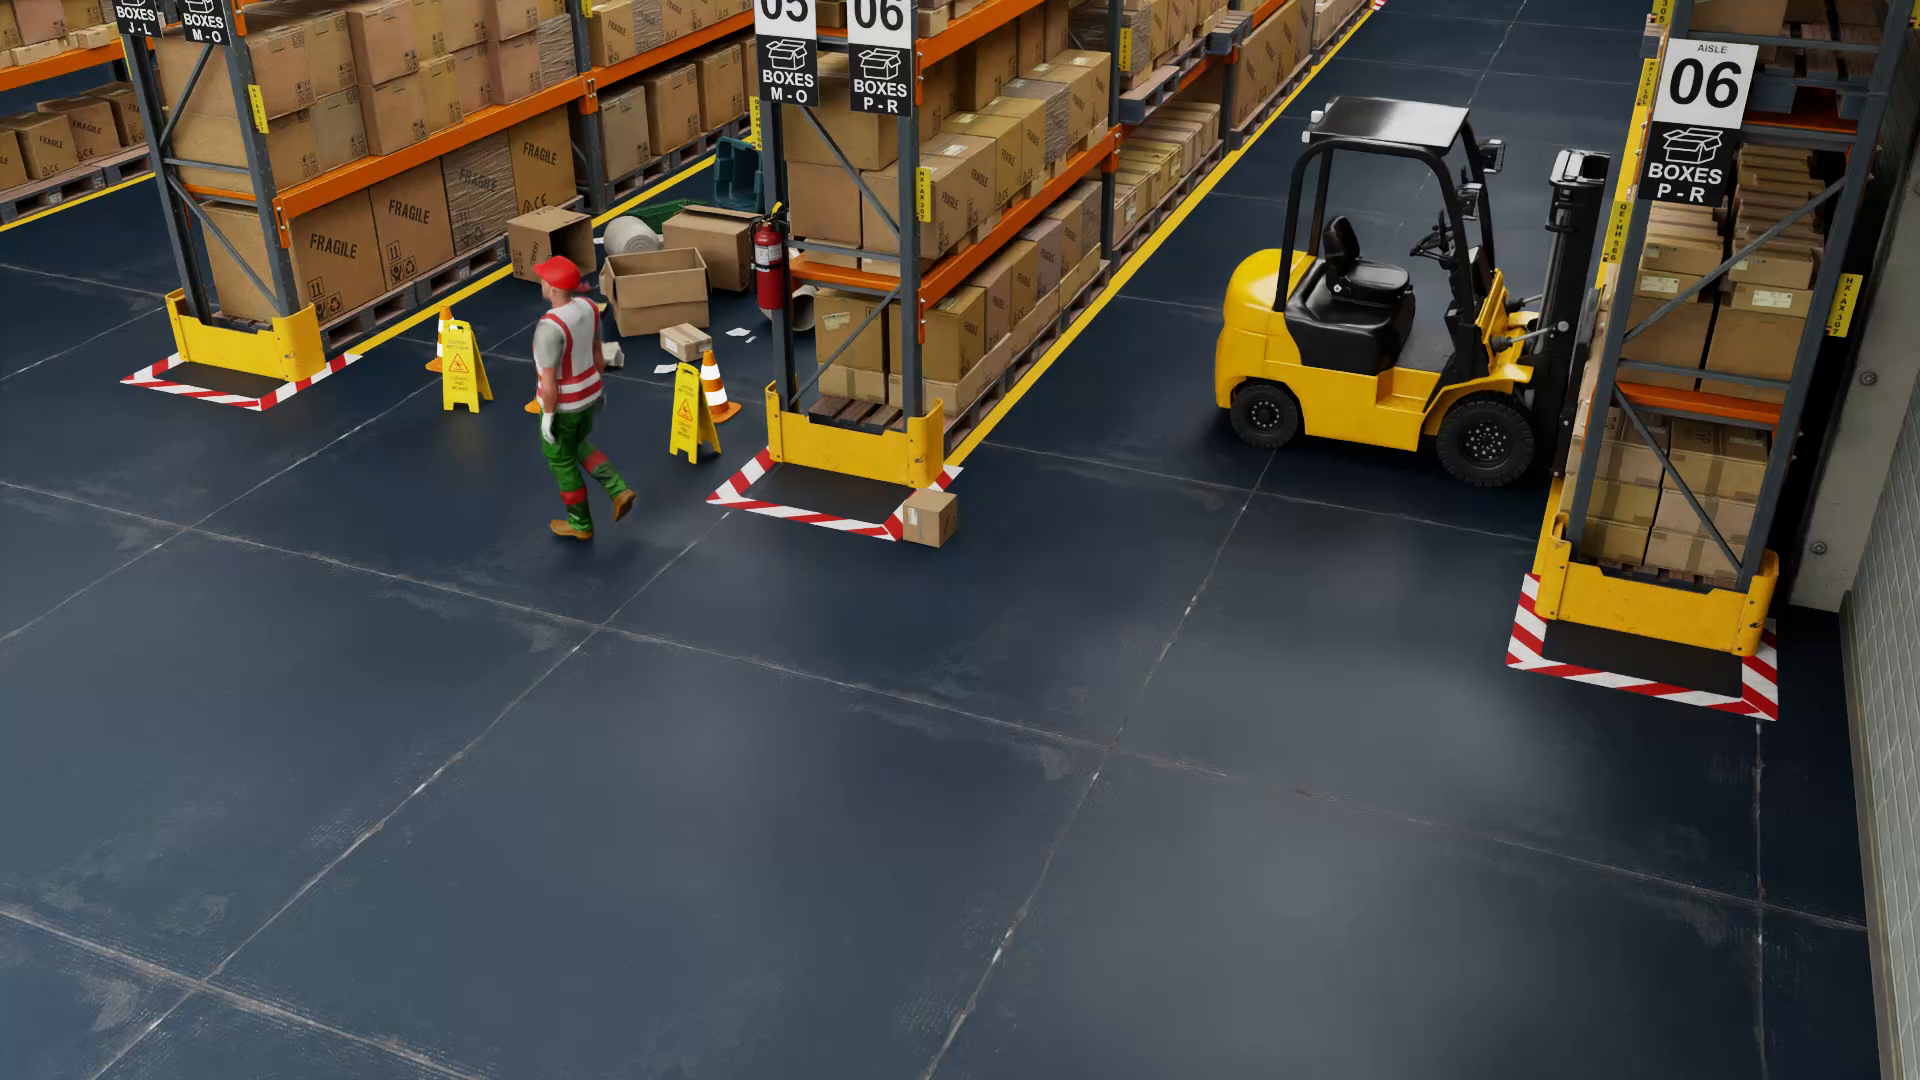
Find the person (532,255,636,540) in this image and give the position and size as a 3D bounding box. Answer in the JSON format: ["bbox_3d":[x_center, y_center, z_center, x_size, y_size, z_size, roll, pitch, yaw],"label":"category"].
[{"bbox_3d":[-2.255,-0.816,9.777,0.535,1.780,0.570,12,32,21],"label":"person"}]
